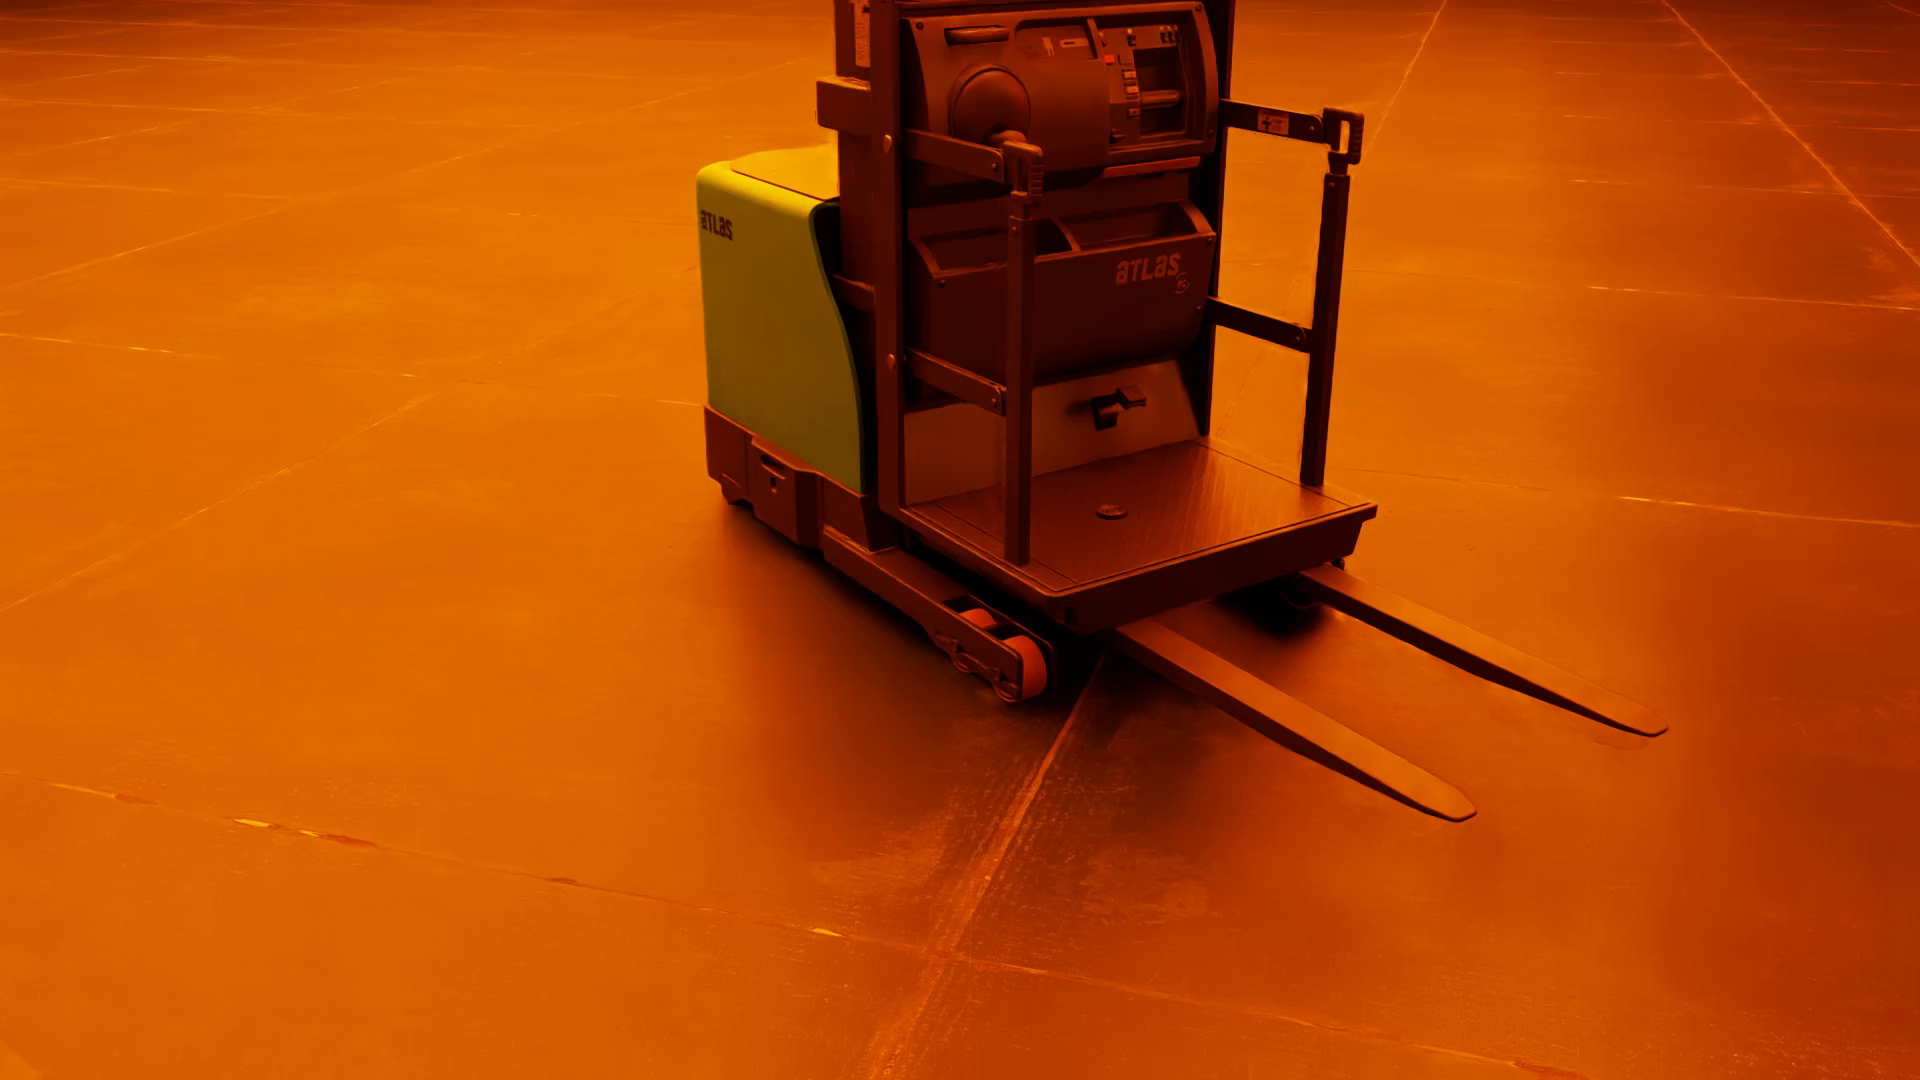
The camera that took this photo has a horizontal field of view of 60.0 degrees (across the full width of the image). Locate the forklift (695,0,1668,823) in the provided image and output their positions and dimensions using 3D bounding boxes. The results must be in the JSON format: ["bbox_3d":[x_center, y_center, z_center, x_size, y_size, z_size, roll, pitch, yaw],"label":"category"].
[{"bbox_3d":[0.402,-1.156,4.080,1.130,2.935,3.031,-14,26,-31],"label":"forklift"}]
